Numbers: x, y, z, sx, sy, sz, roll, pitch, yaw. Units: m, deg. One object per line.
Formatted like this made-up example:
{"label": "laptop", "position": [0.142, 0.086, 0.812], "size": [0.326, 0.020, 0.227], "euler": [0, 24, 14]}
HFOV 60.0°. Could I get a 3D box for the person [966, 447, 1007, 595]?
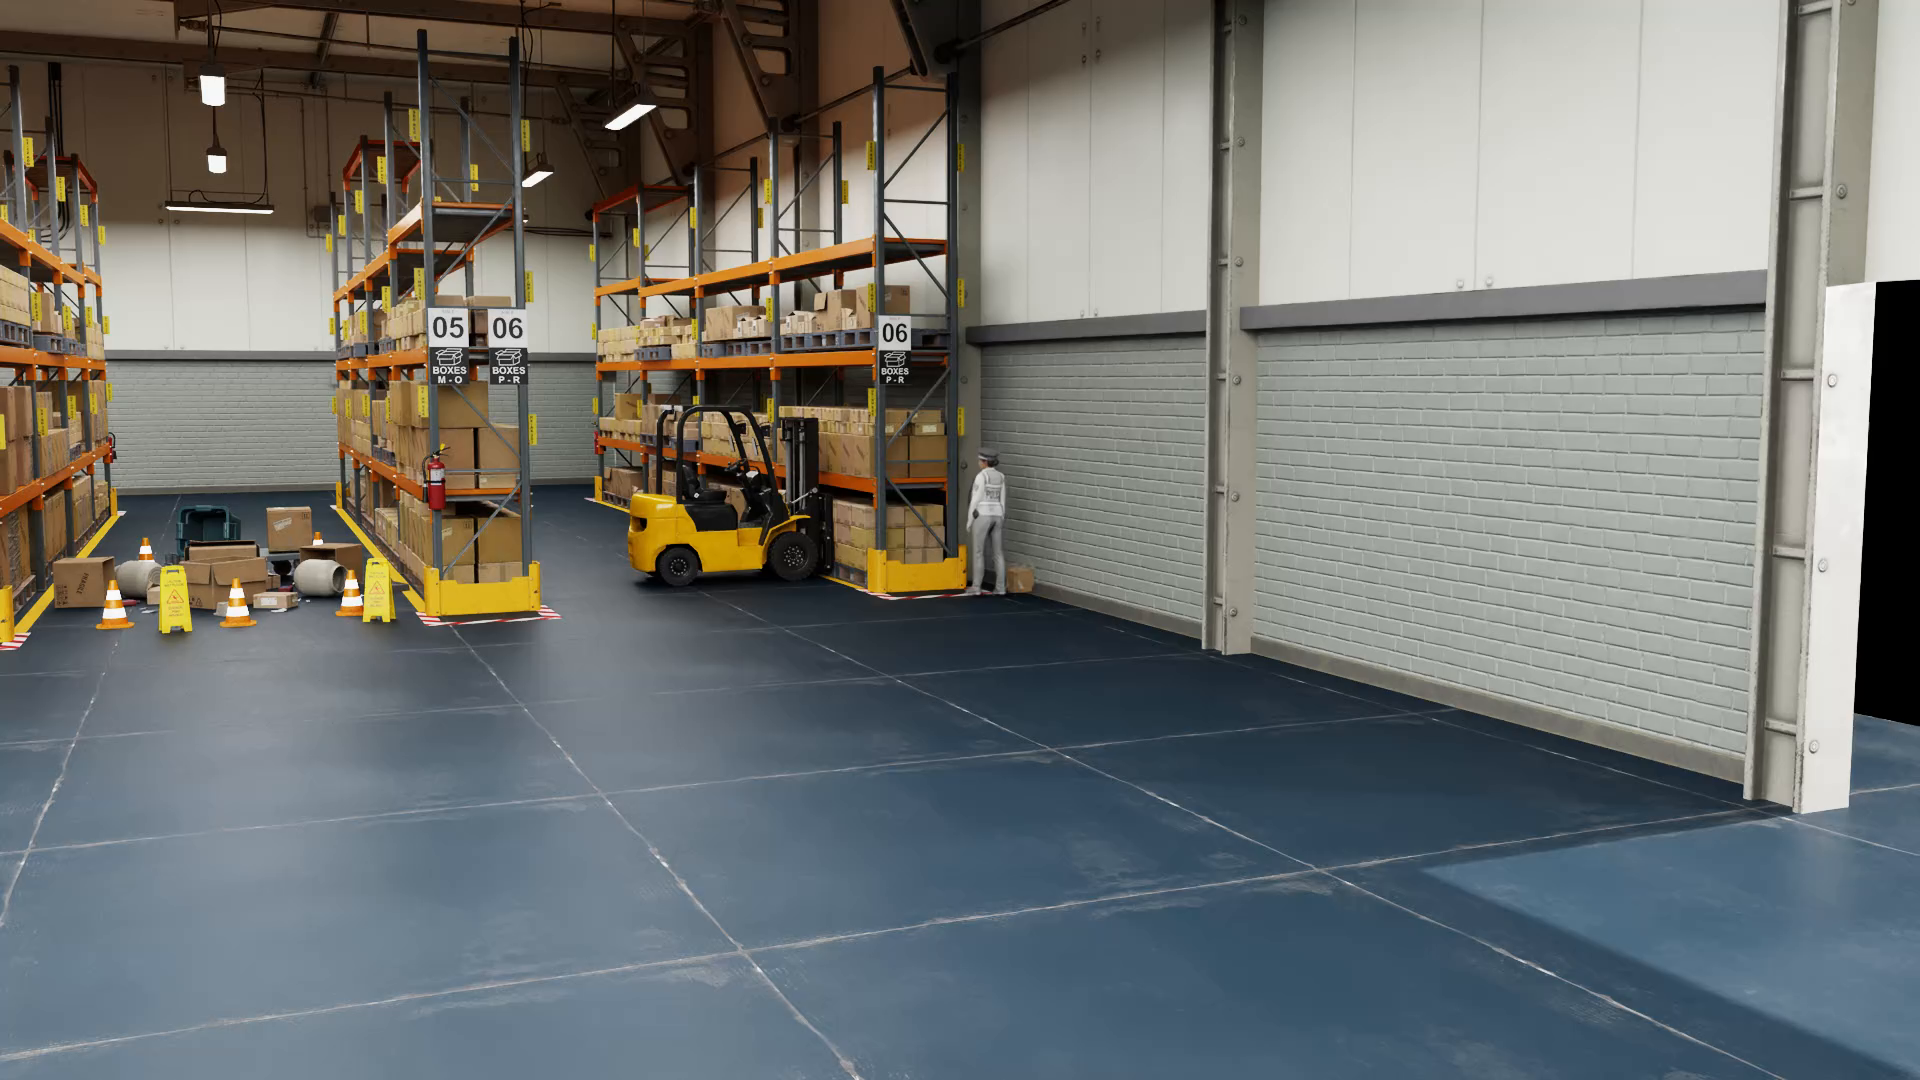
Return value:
{"label": "person", "position": [0.295, -0.207, 18.826], "size": [0.516, 1.684, 0.434], "euler": [-5, 8, -44]}
